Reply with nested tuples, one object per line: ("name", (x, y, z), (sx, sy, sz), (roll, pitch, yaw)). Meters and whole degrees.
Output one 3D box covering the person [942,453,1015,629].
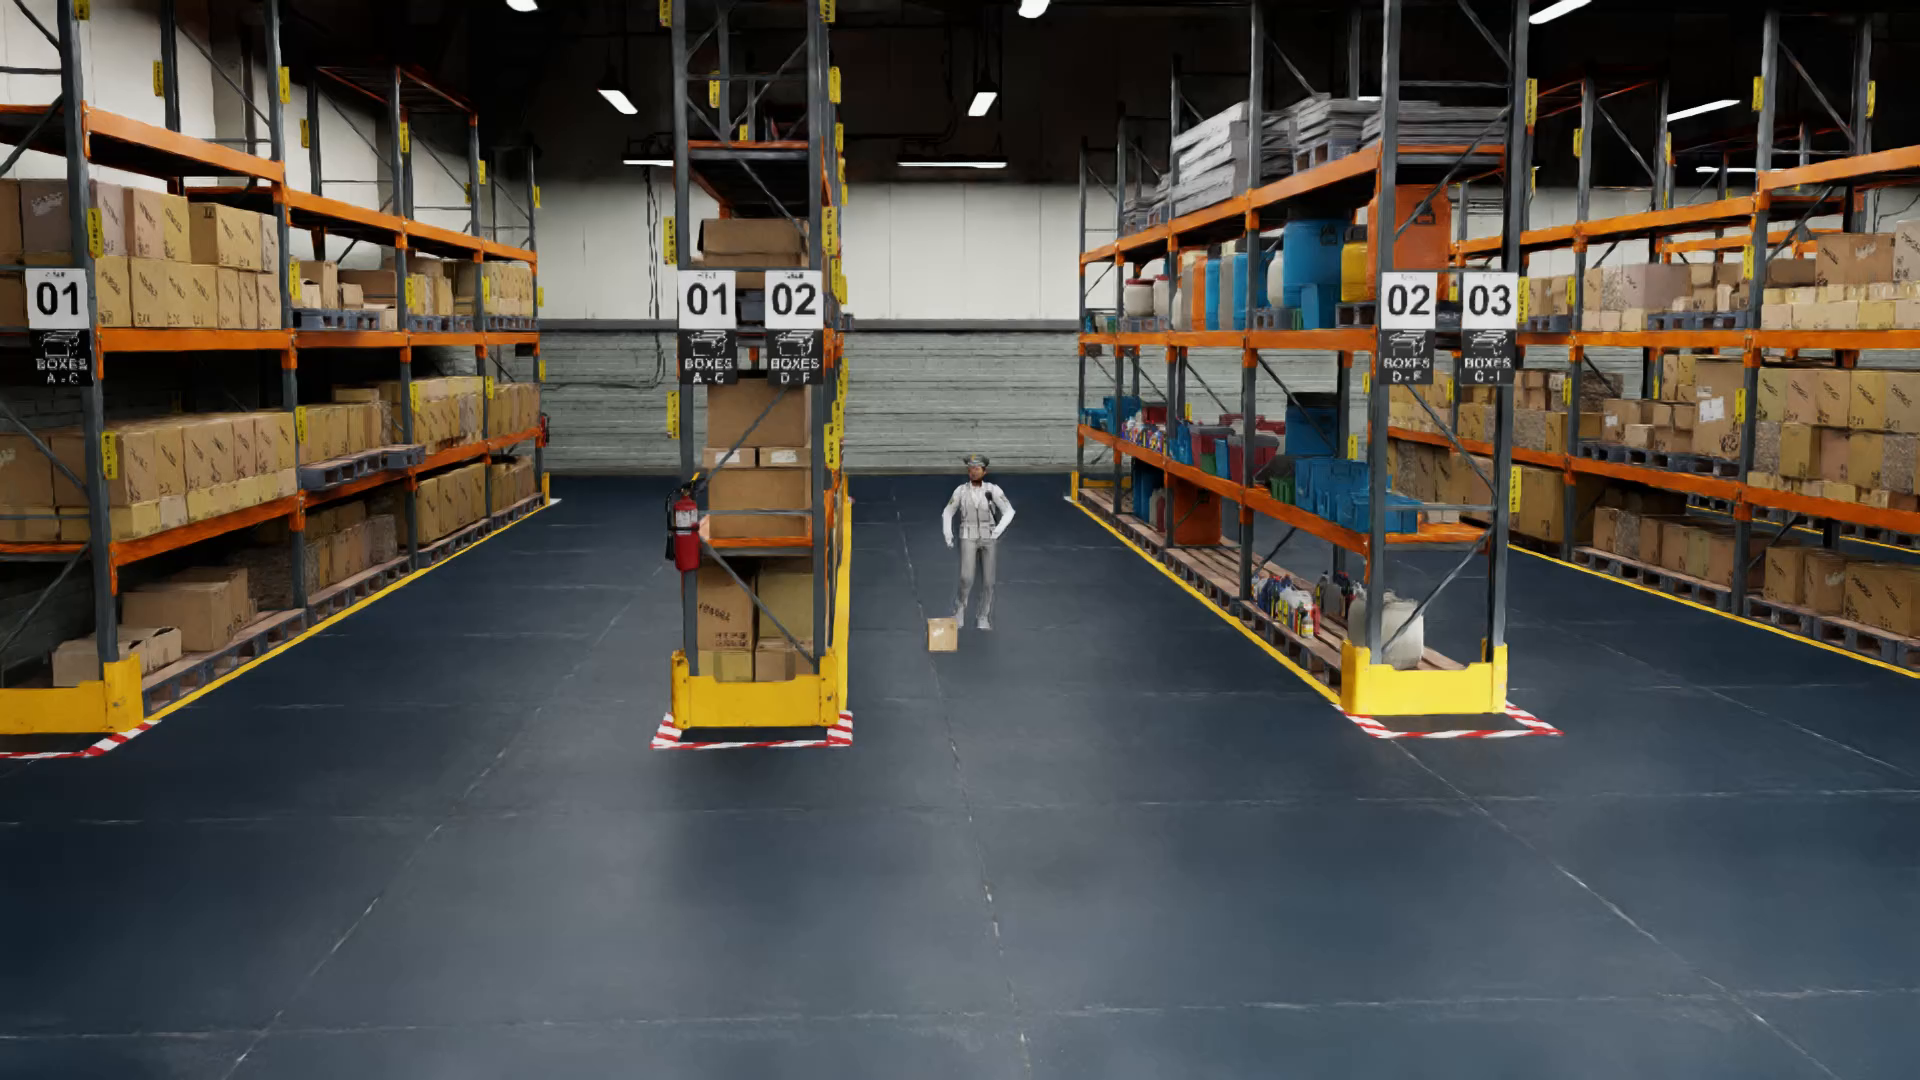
("person", (0.187, 0.014, 15.677), (0.672, 1.661, 0.502), (-1, 7, -6))
